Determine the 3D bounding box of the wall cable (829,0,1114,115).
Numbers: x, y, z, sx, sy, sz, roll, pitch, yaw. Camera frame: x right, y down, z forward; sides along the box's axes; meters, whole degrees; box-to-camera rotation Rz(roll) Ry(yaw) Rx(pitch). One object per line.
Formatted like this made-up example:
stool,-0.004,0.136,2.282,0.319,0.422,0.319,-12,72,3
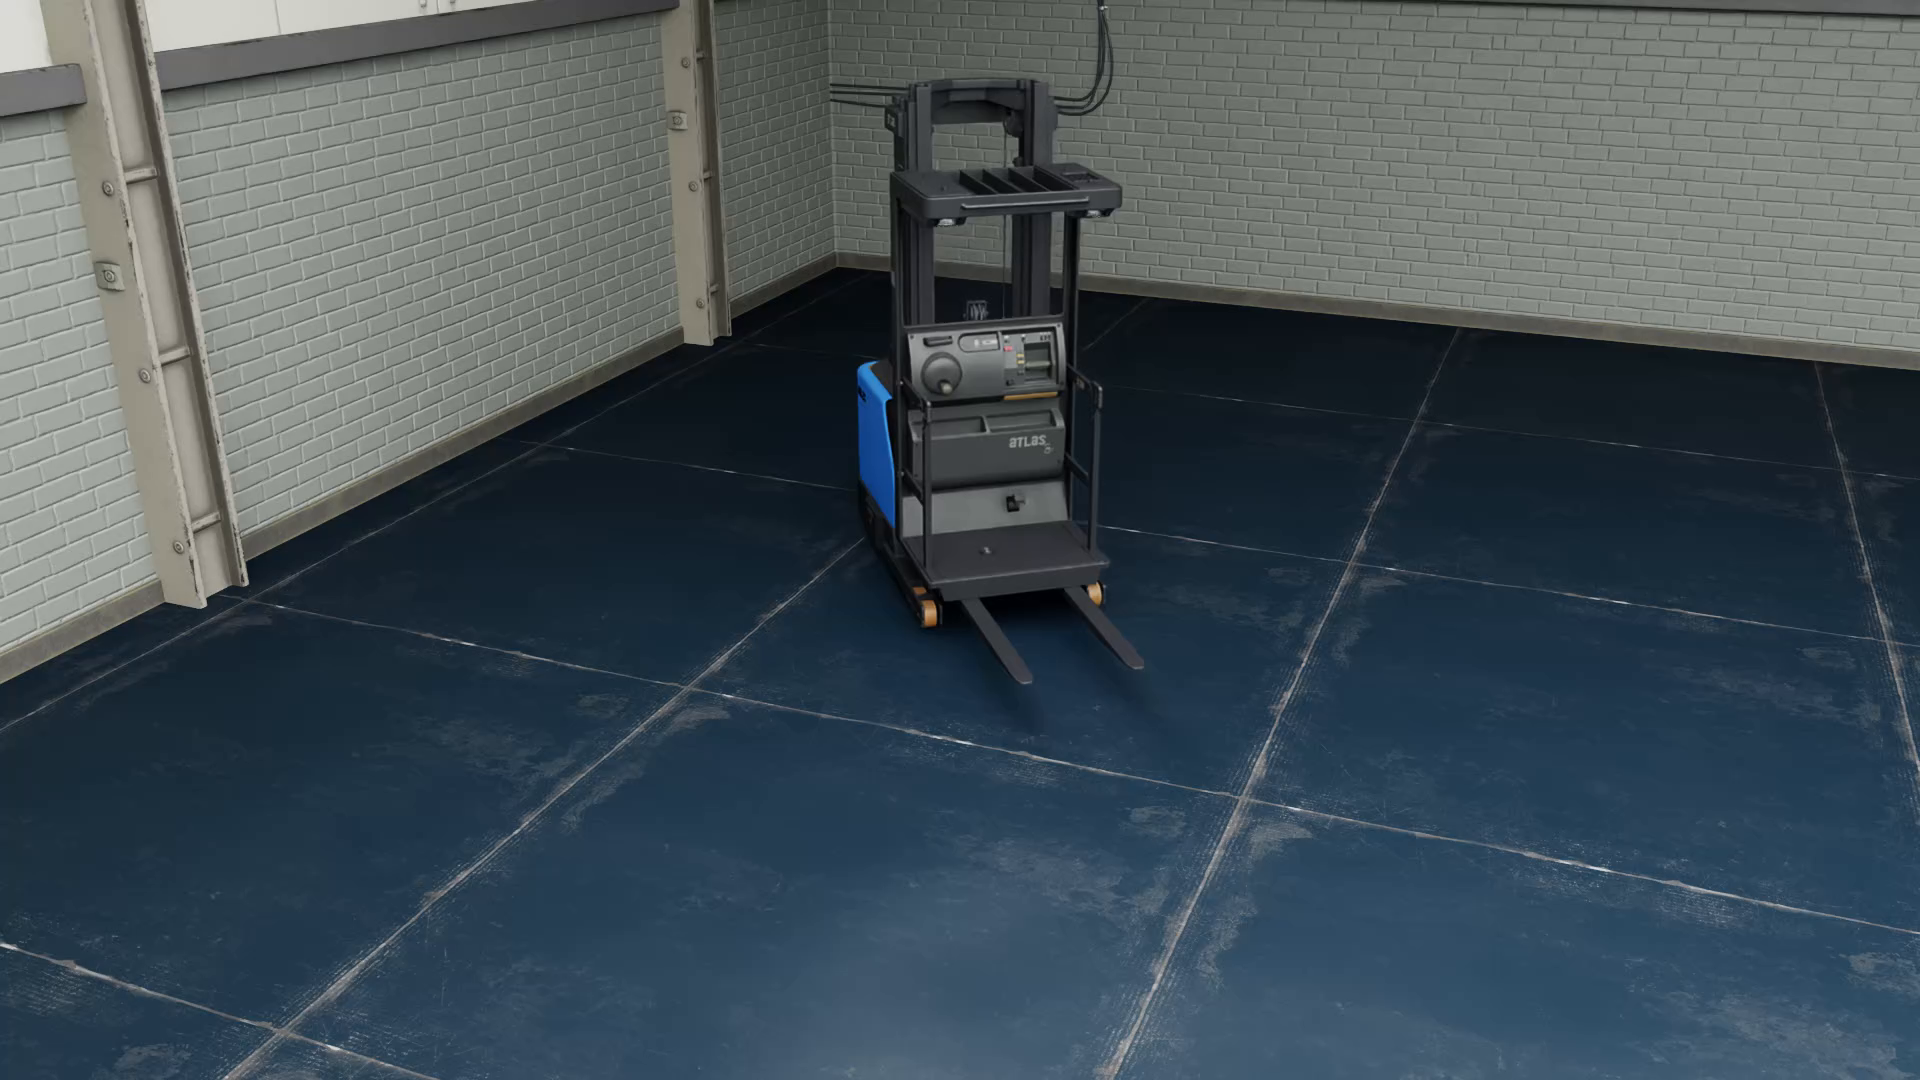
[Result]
wall cable,0.016,-5.419,16.076,3.097,2.526,0.112,9,24,20

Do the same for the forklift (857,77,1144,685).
forklift,0.218,-1.014,9.374,1.130,2.935,3.031,-6,23,-15

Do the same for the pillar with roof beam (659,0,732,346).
pillar with roof beam,1.691,-5.370,11.932,9.100,9.000,0.400,9,24,20

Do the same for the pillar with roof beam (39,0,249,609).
pillar with roof beam,-0.538,-3.223,6.791,9.100,9.000,0.400,9,24,20
